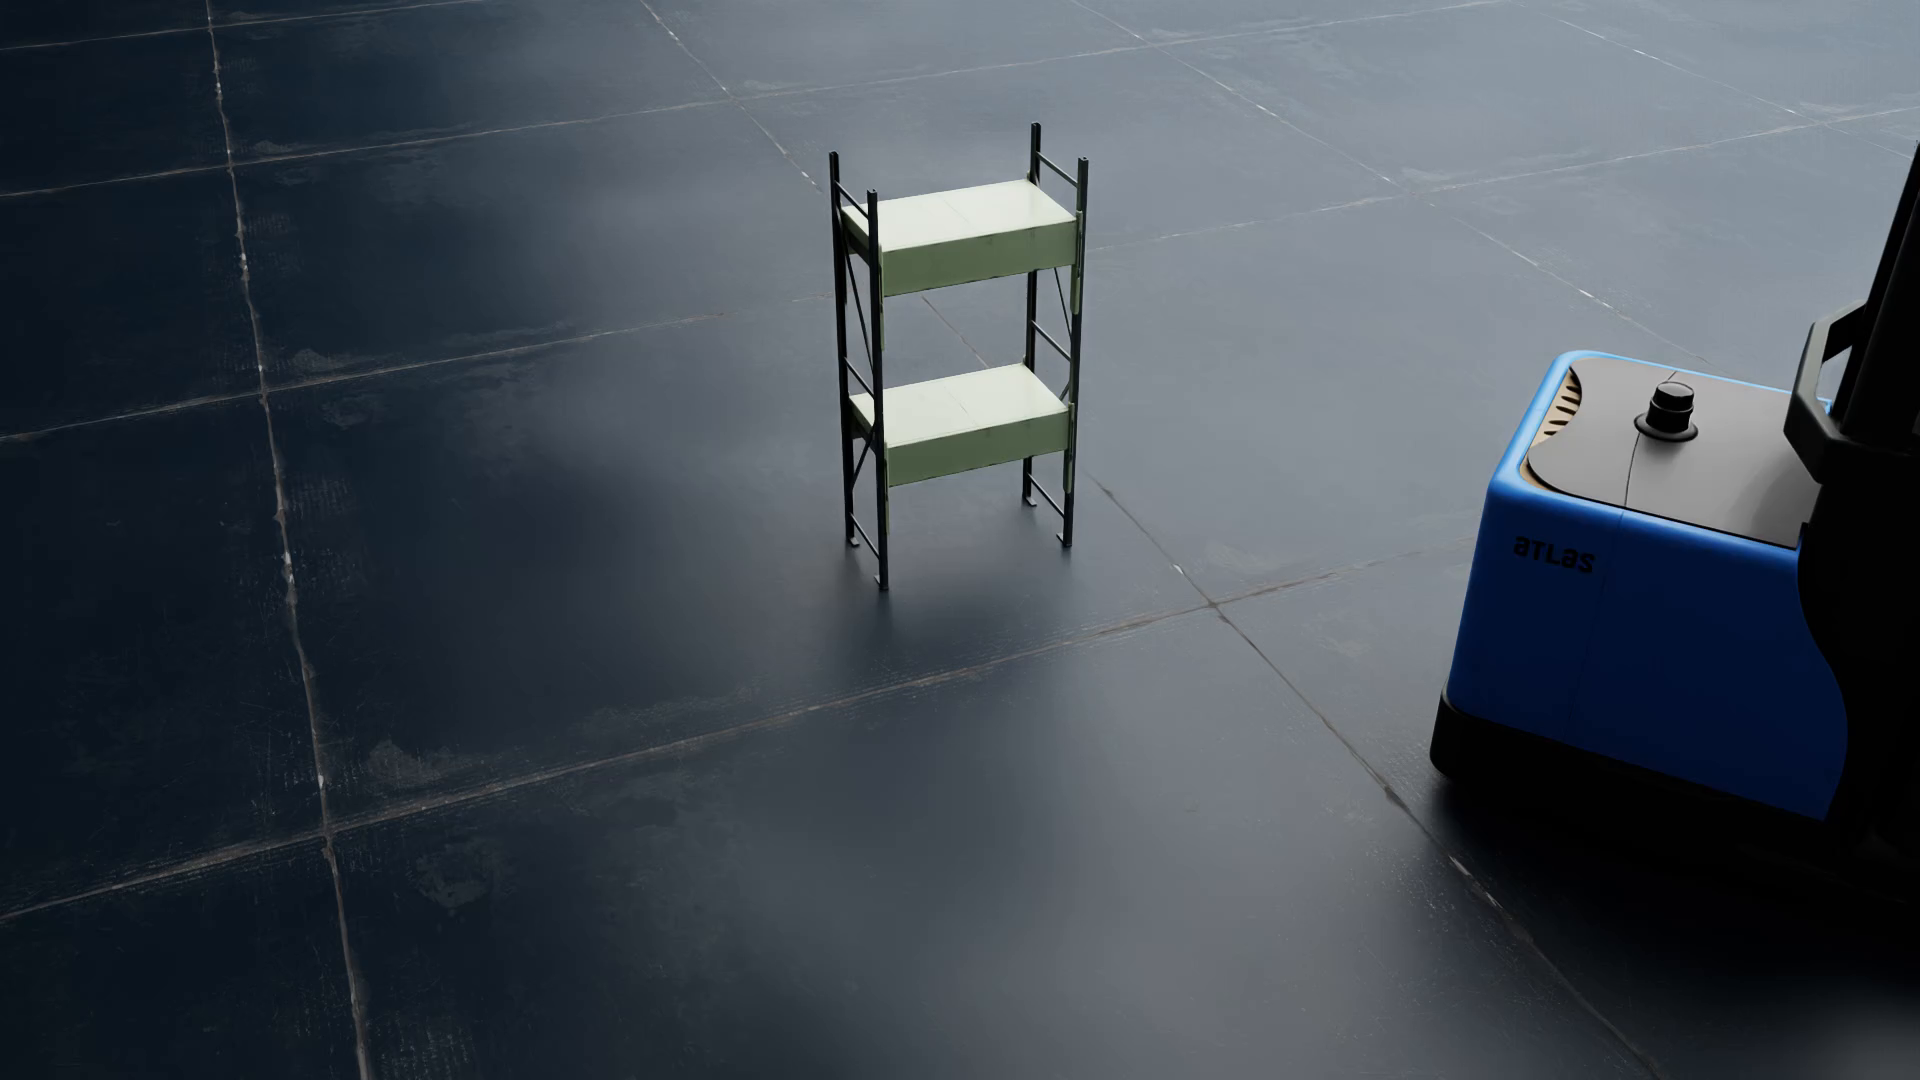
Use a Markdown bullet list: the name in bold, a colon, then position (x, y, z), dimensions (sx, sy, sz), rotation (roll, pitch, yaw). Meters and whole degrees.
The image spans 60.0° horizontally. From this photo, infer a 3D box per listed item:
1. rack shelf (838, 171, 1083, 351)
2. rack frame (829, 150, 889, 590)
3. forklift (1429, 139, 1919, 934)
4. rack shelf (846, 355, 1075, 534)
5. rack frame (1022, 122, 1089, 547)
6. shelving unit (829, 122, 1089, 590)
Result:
- **rack shelf**: position (-0.006, -0.954, 5.626), dimensions (0.720, 0.370, 0.431), rotation (-13, 35, -19)
- **rack frame**: position (-0.344, -0.550, 5.720), dimensions (0.023, 1.500, 0.400), rotation (-13, 35, -19)
- **forklift**: position (2.983, -0.332, 4.073), dimensions (3.031, 2.935, 1.130), rotation (16, 36, 23)
- **rack shelf**: position (-0.006, -0.354, 6.017), dimensions (0.720, 0.370, 0.431), rotation (-13, 35, -19)
- **rack frame**: position (0.331, -0.704, 5.958), dimensions (0.023, 1.500, 0.400), rotation (-13, 35, -19)
- **shelving unit**: position (-0.006, -0.627, 5.839), dimensions (0.755, 1.500, 0.431), rotation (-13, 35, -19)
